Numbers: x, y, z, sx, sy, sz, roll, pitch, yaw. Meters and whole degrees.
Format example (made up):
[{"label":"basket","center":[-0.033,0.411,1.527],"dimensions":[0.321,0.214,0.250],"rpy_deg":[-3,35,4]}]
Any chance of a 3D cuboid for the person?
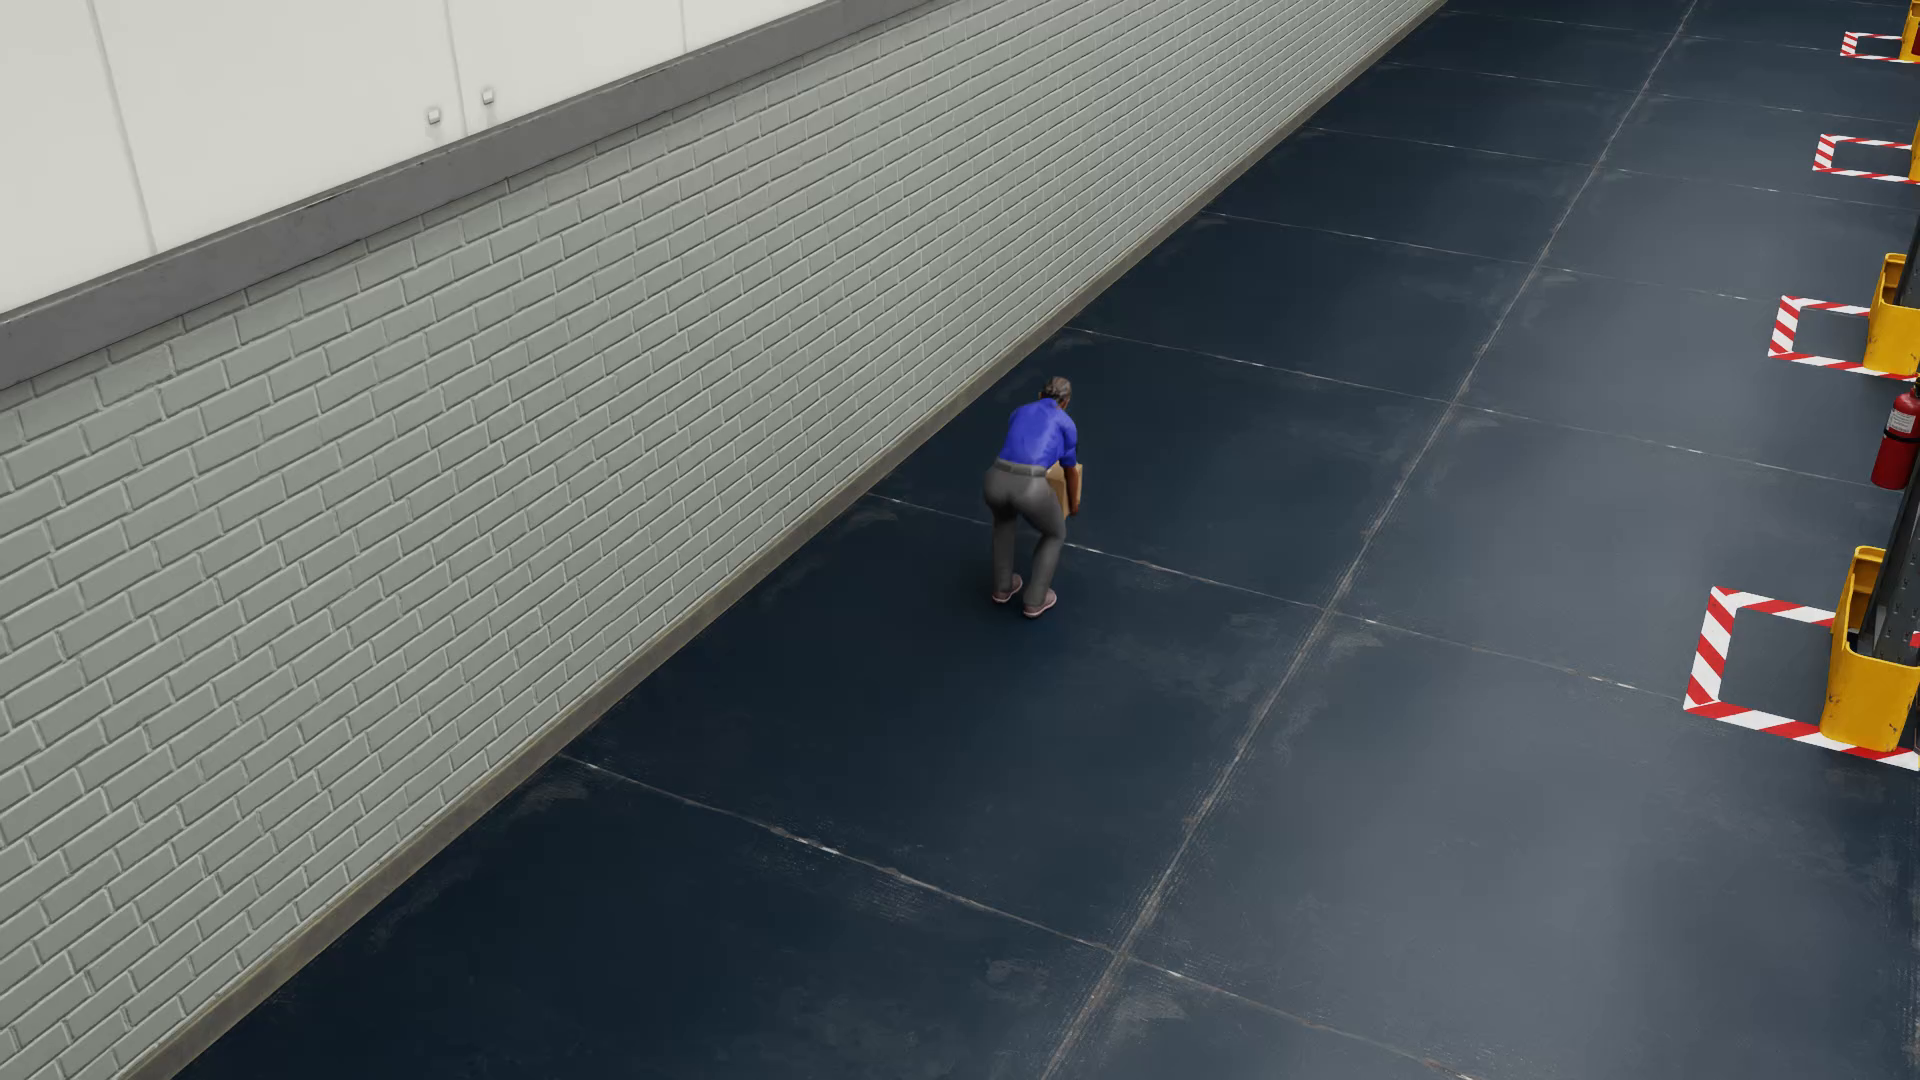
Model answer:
[{"label":"person","center":[0.416,-0.234,9.183],"dimensions":[0.430,1.168,0.837],"rpy_deg":[13,33,21]}]
